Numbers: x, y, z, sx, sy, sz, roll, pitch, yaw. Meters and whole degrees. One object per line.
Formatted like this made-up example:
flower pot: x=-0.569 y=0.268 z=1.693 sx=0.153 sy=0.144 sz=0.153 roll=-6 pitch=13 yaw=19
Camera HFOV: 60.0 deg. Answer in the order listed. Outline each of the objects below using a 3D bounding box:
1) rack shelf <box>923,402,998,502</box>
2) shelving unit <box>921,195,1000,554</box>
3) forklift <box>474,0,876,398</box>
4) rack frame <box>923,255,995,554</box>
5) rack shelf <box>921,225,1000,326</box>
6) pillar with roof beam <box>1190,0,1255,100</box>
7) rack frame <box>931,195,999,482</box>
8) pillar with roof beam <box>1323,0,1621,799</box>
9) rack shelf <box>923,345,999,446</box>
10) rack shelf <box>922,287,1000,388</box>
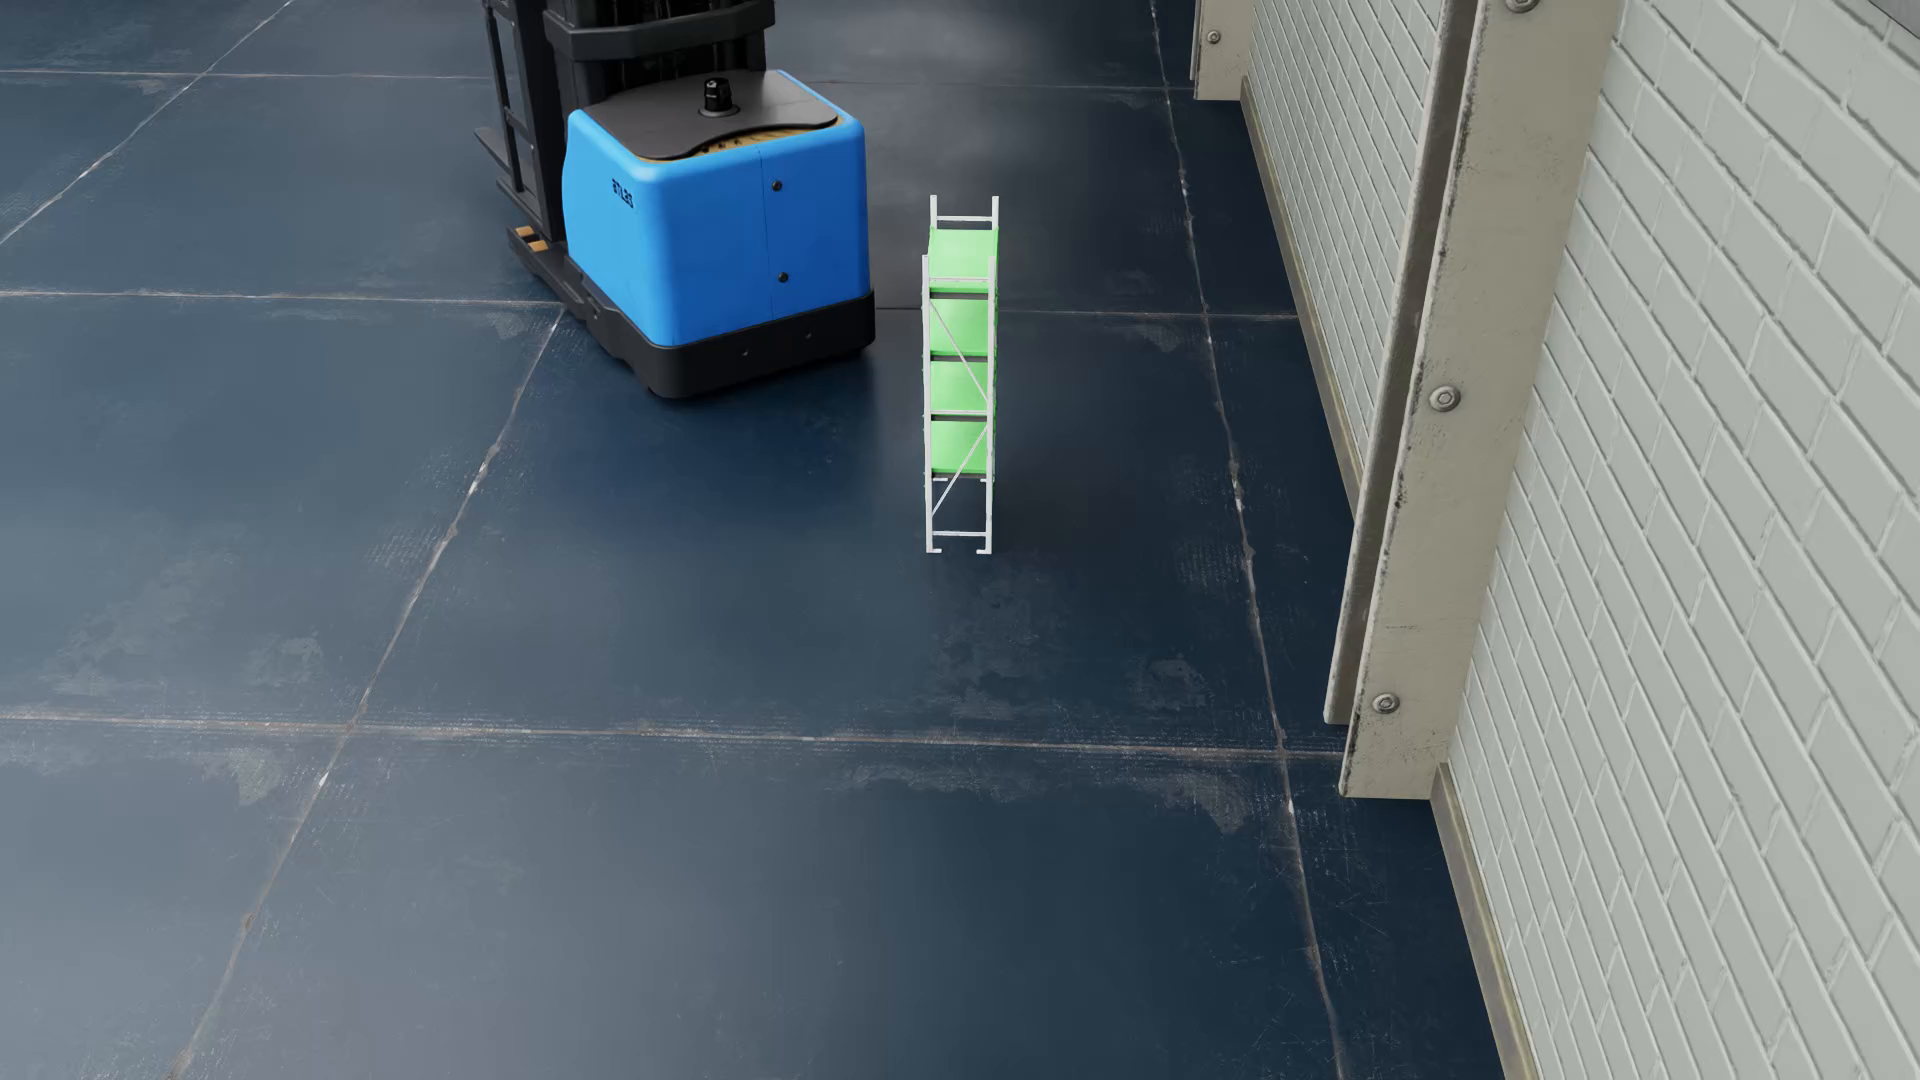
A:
rack shelf: x=0.007 y=-0.337 z=6.215 sx=0.258 sy=0.148 sz=0.480 roll=1 pitch=35 yaw=2
shelving unit: x=0.007 y=-0.586 z=6.040 sx=0.258 sy=1.200 sz=0.503 roll=1 pitch=35 yaw=2
forklift: x=-1.571 y=-2.610 z=7.415 sx=1.130 sy=2.935 sz=3.031 roll=-19 pitch=39 yaw=-25
rack frame: x=-0.003 y=-0.446 z=5.841 sx=0.240 sy=1.200 sz=0.015 roll=1 pitch=35 yaw=2
rack shelf: x=0.007 y=-0.926 z=5.801 sx=0.258 sy=0.148 sz=0.480 roll=1 pitch=35 yaw=2
pillar with roof beam: x=-2.725 y=-6.548 z=7.741 sx=9.100 sy=9.000 sz=0.400 roll=1 pitch=35 yaw=2
rack frame: x=0.016 y=-0.726 z=6.240 sx=0.240 sy=1.200 sz=0.015 roll=1 pitch=35 yaw=2
pillar with roof beam: x=-2.966 y=-3.101 z=2.836 sx=9.100 sy=9.000 sz=0.400 roll=1 pitch=35 yaw=2
rack shelf: x=0.007 y=-0.534 z=6.077 sx=0.258 sy=0.148 sz=0.480 roll=1 pitch=35 yaw=2
rack shelf: x=0.007 y=-0.730 z=5.939 sx=0.258 sy=0.148 sz=0.480 roll=1 pitch=35 yaw=2
